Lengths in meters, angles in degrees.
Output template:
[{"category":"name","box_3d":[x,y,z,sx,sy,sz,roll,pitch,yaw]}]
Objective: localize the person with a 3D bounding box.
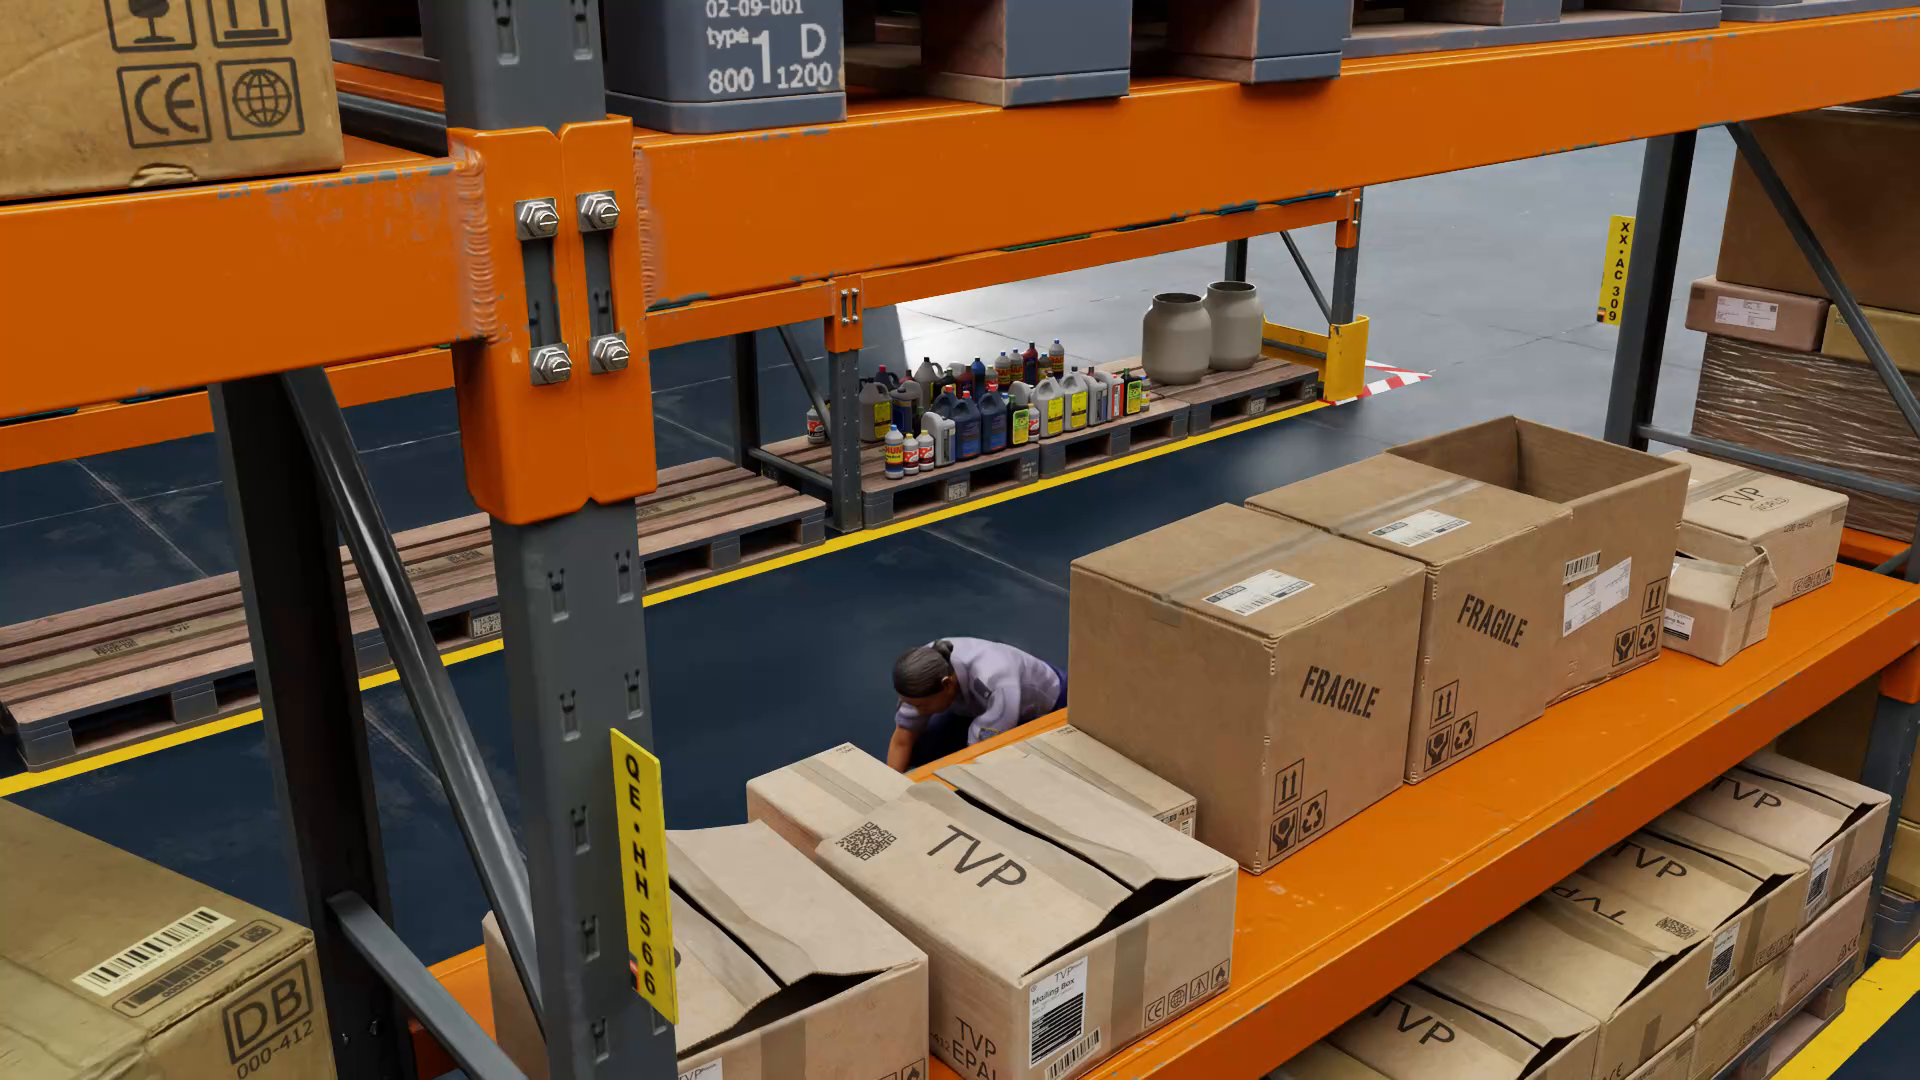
[{"category":"person","box_3d":[0.077,0.639,5.598,0.831,0.831,0.527,-17,27,-37]}]
